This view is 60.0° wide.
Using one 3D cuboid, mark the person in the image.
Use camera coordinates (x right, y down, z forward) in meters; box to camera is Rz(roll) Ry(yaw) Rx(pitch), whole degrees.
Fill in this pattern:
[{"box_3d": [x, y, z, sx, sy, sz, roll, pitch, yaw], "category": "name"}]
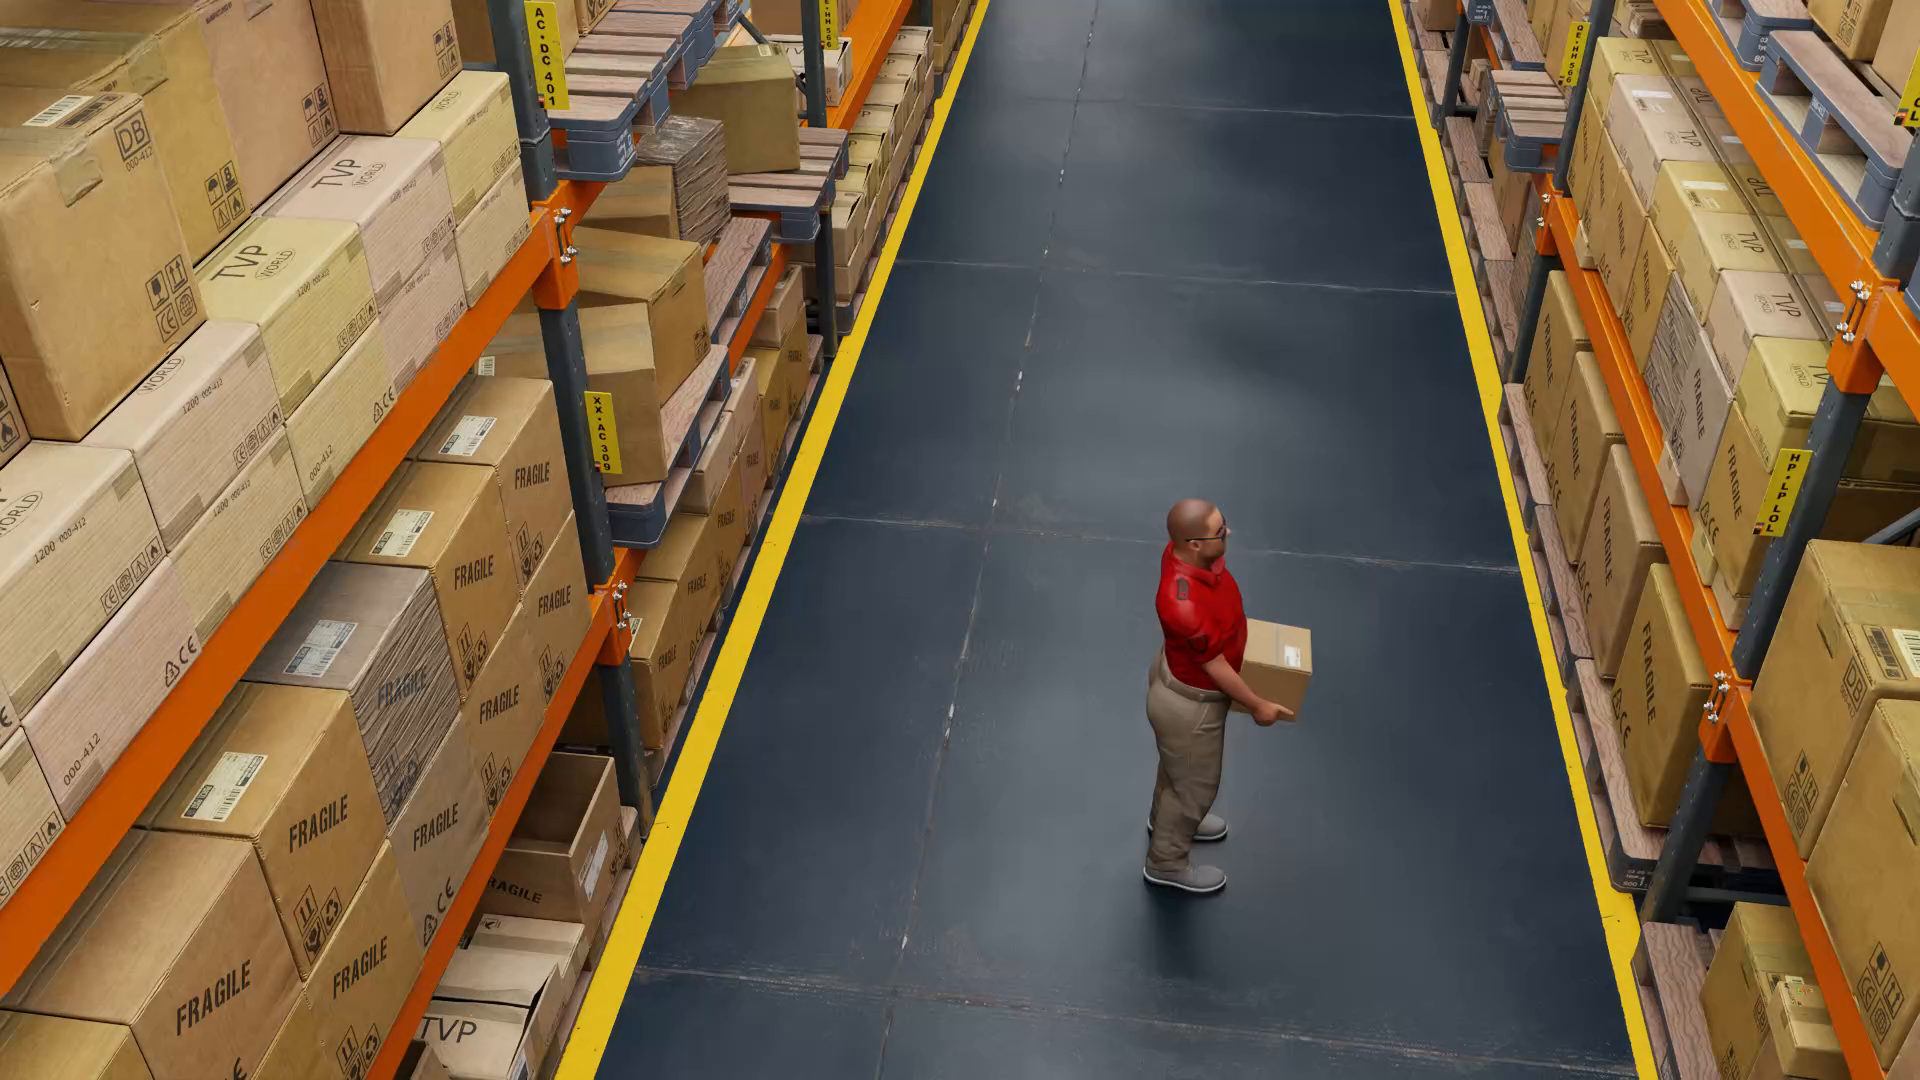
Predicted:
[{"box_3d": [0.974, 0.582, 6.261, 0.537, 1.717, 0.494, 5, 36, 7], "category": "person"}]
